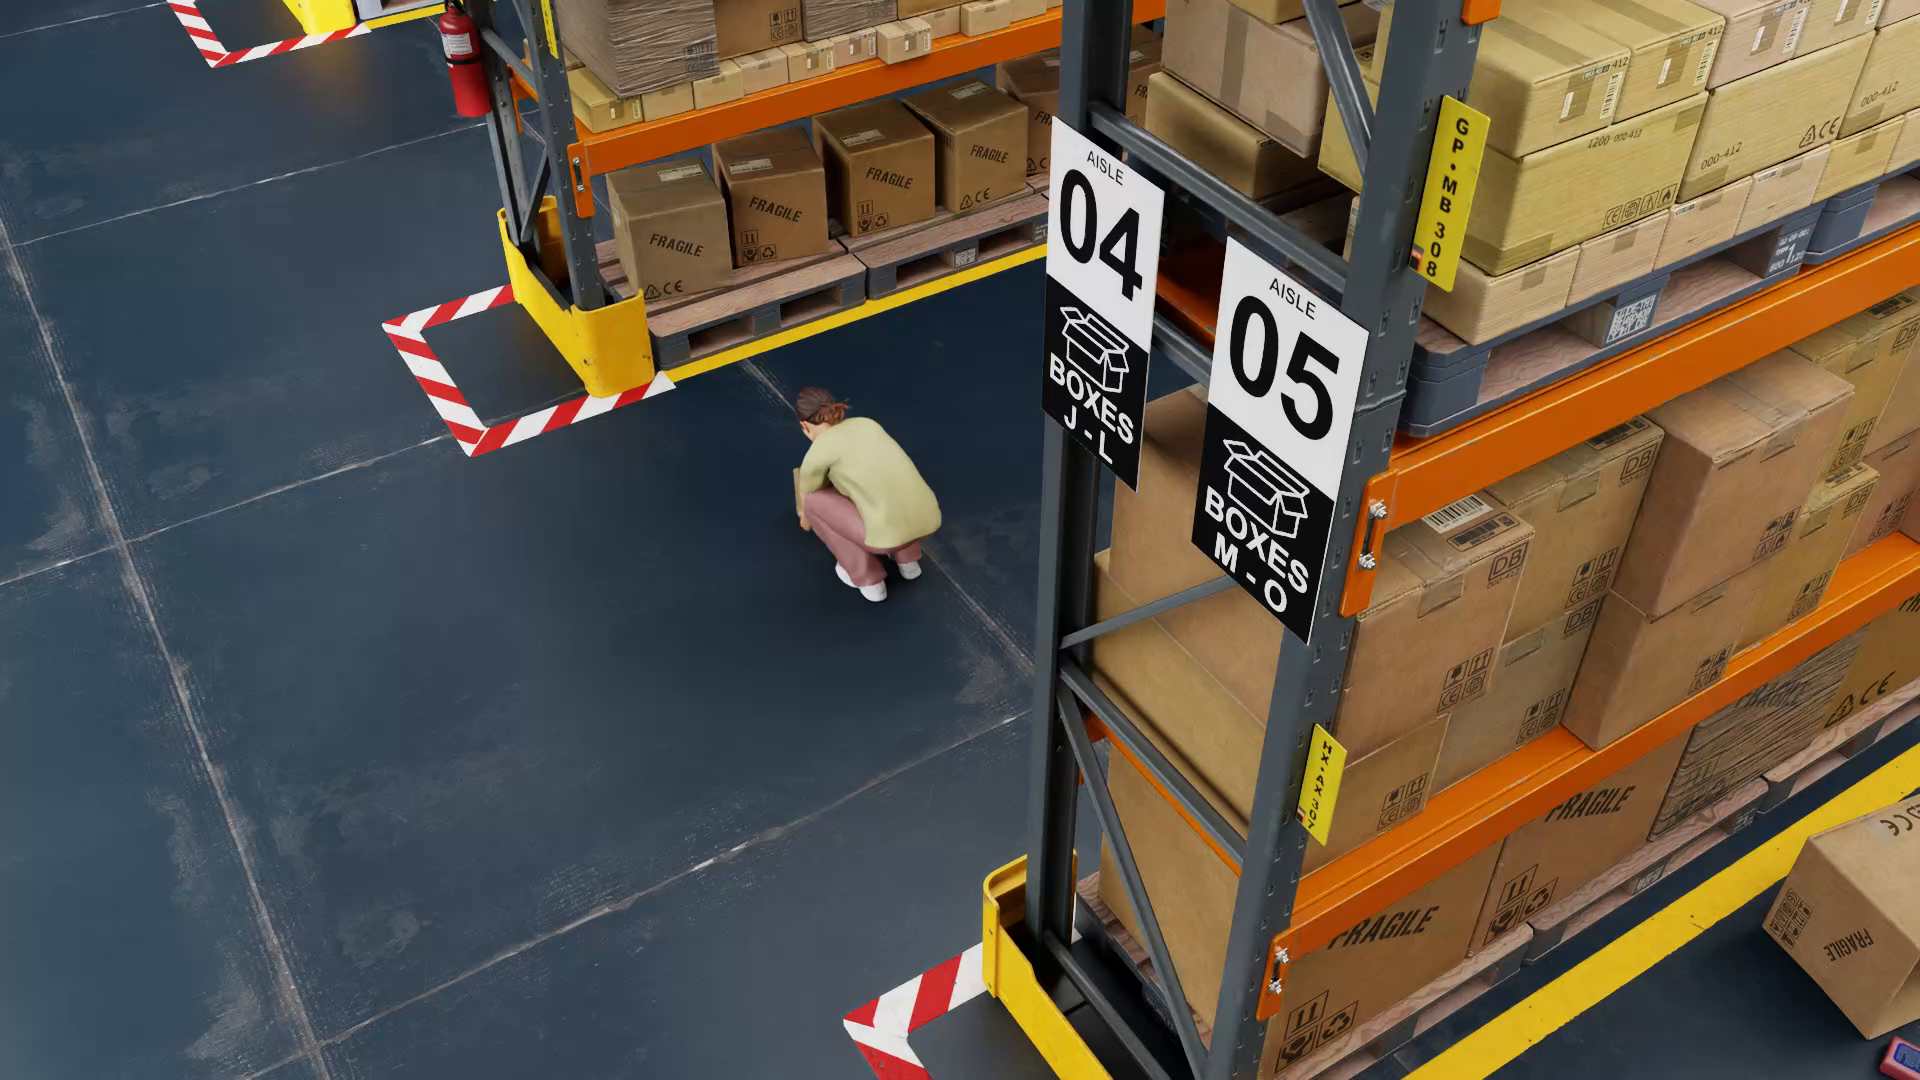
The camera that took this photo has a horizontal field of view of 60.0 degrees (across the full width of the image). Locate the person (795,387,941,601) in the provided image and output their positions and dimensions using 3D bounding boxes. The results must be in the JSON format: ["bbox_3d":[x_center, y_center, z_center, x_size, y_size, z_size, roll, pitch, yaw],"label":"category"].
[{"bbox_3d":[-0.421,-0.158,7.161,0.468,0.752,0.835,-23,46,-24],"label":"person"}]
